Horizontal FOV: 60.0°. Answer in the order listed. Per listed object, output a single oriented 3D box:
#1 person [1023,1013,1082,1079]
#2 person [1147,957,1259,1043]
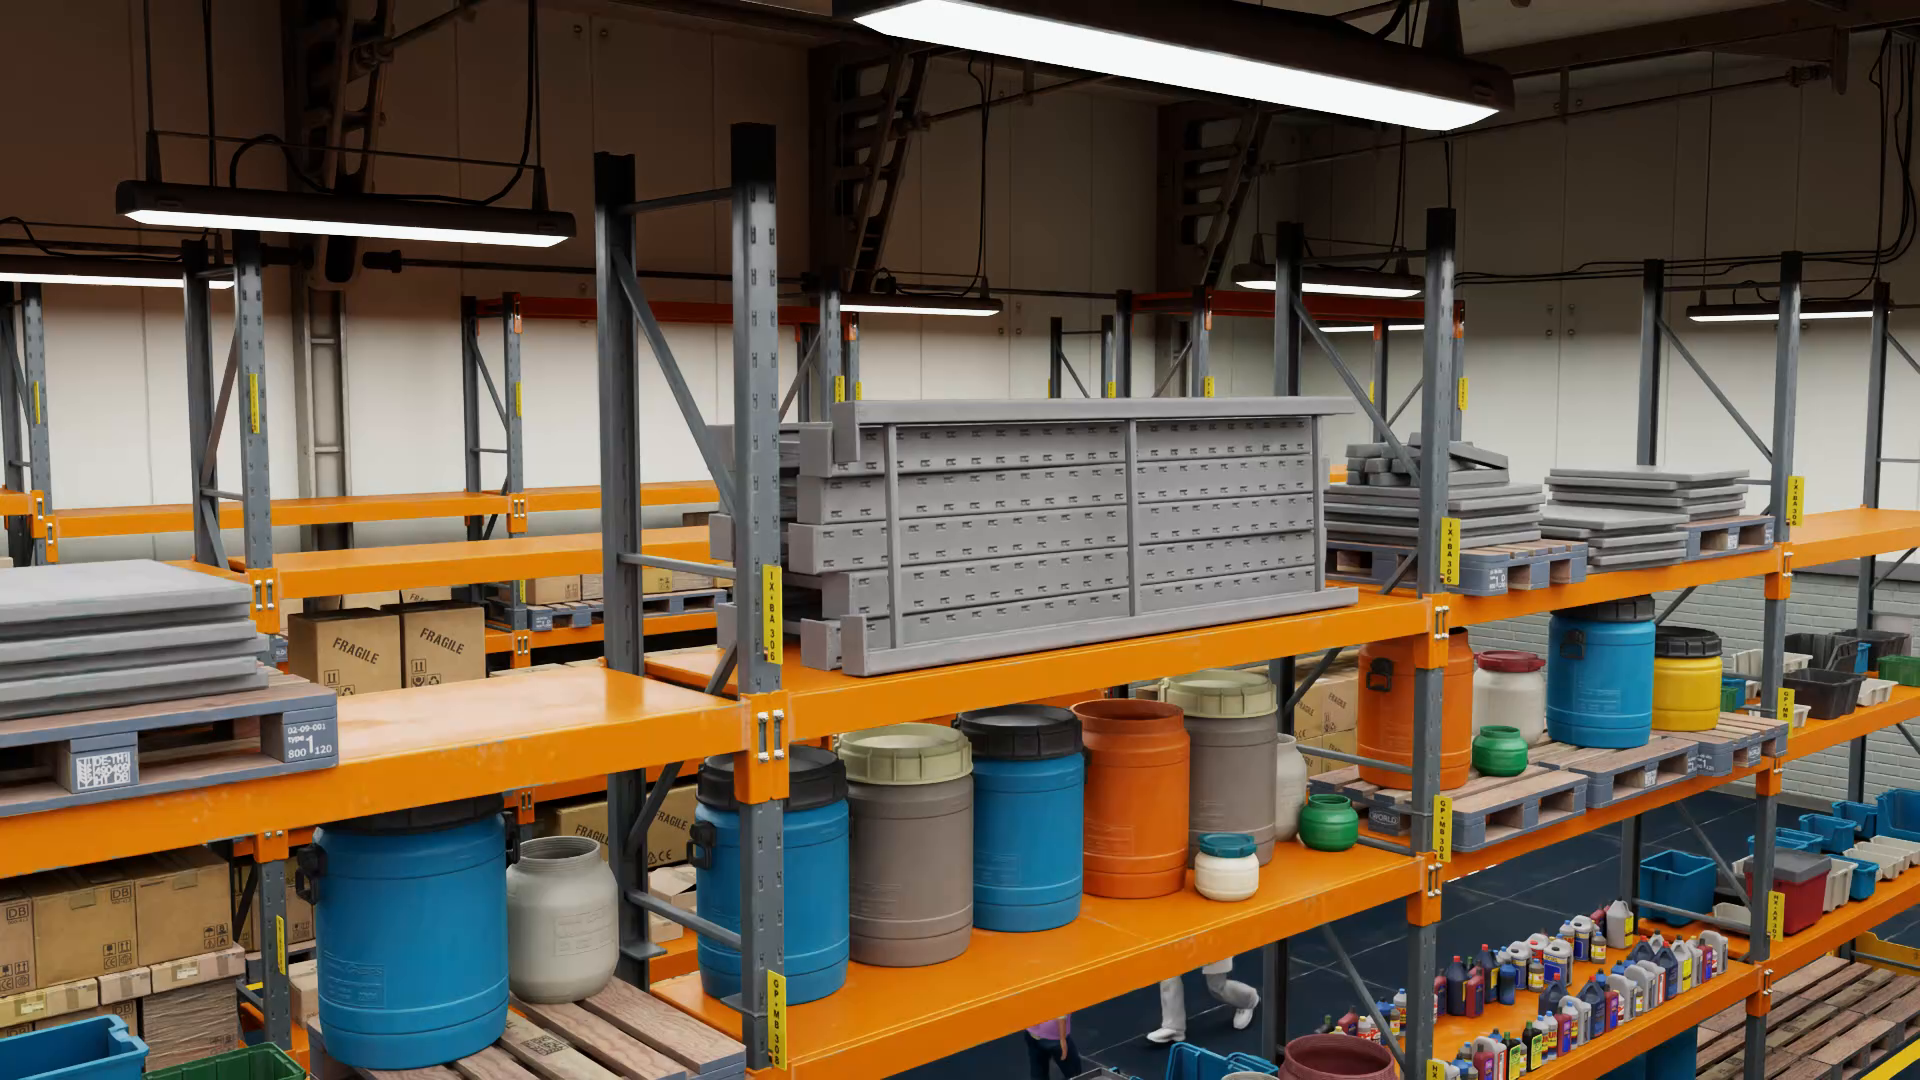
[{"bbox_3d":[0.576,3.423,11.173,0.422,1.372,0.458,-4,7,-34],"label":"person"},{"bbox_3d":[1.918,3.094,13.166,1.124,1.661,0.574,-4,7,-37],"label":"person"}]
